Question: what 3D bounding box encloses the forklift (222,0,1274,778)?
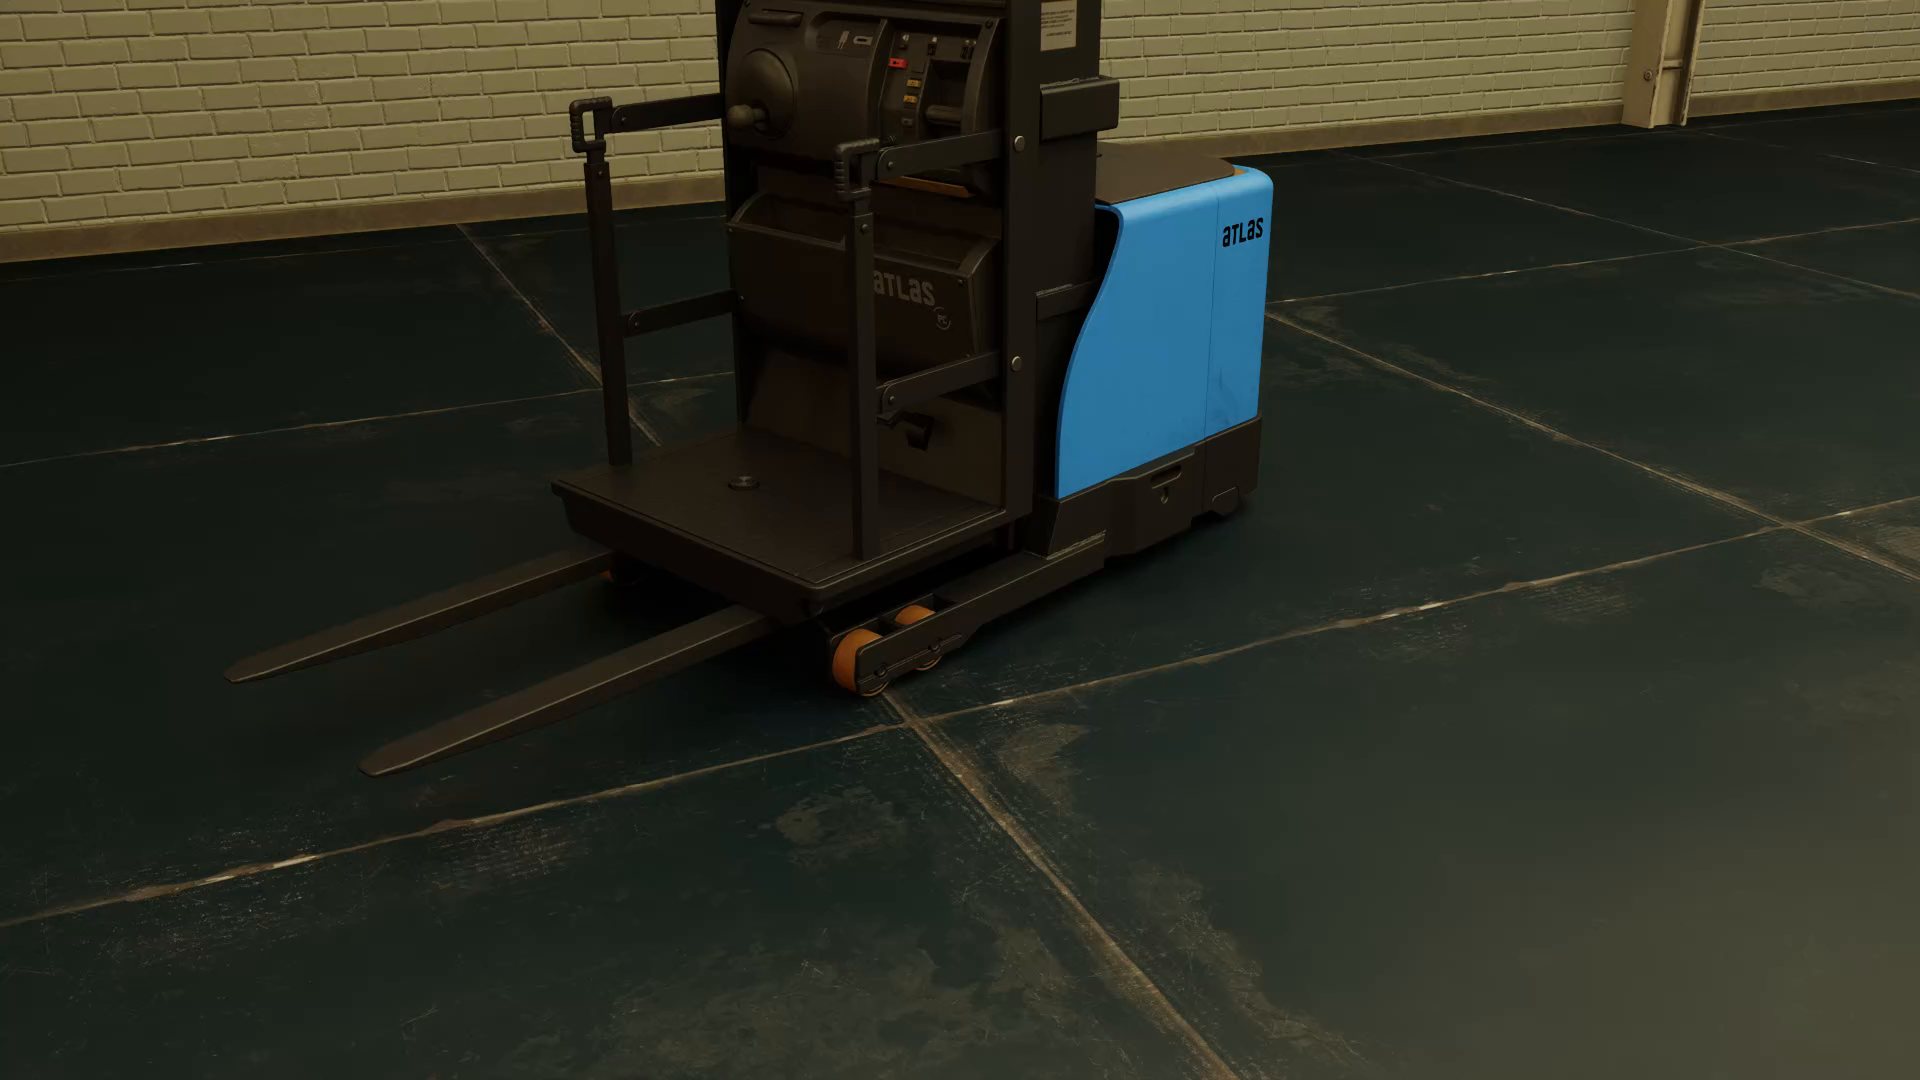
[{"bbox_3d":[-0.413,-1.182,4.131,1.130,2.935,3.031,19,29,39],"label":"forklift"}]
